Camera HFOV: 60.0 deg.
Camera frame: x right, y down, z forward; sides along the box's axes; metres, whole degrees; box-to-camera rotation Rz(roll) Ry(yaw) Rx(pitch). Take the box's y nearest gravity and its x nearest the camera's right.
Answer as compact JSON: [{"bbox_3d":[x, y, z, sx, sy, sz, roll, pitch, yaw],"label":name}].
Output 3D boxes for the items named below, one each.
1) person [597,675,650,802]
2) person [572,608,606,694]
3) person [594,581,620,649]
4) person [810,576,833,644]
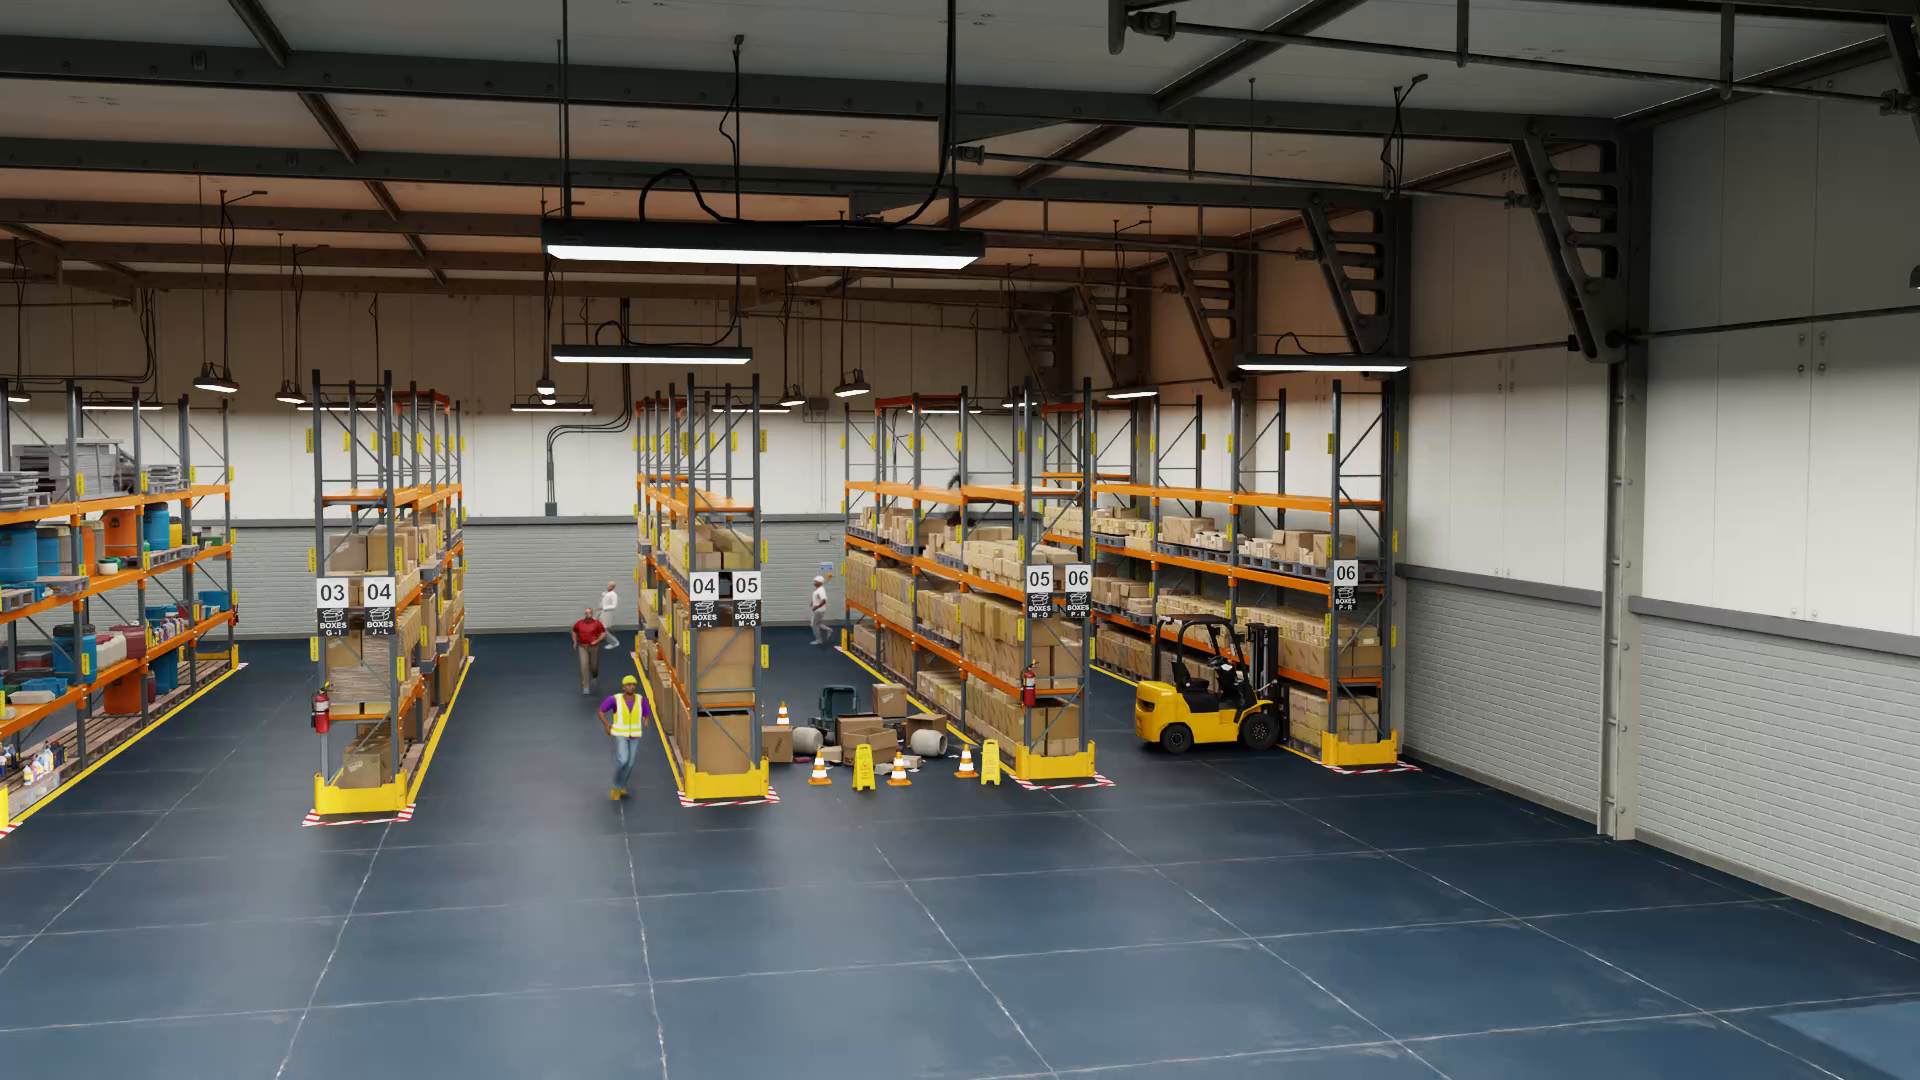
[{"bbox_3d":[-4.684,2.790,23.436,0.696,1.773,0.702,-2,4,-31],"label":"person"},{"bbox_3d":[-7.471,2.207,33.476,0.691,1.700,0.928,-1,3,-9],"label":"person"},{"bbox_3d":[-8.560,1.838,39.880,0.890,1.726,0.796,-2,4,-32],"label":"person"},{"bbox_3d":[-3.449,1.753,41.537,0.587,1.723,0.725,0,3,-7],"label":"person"}]
